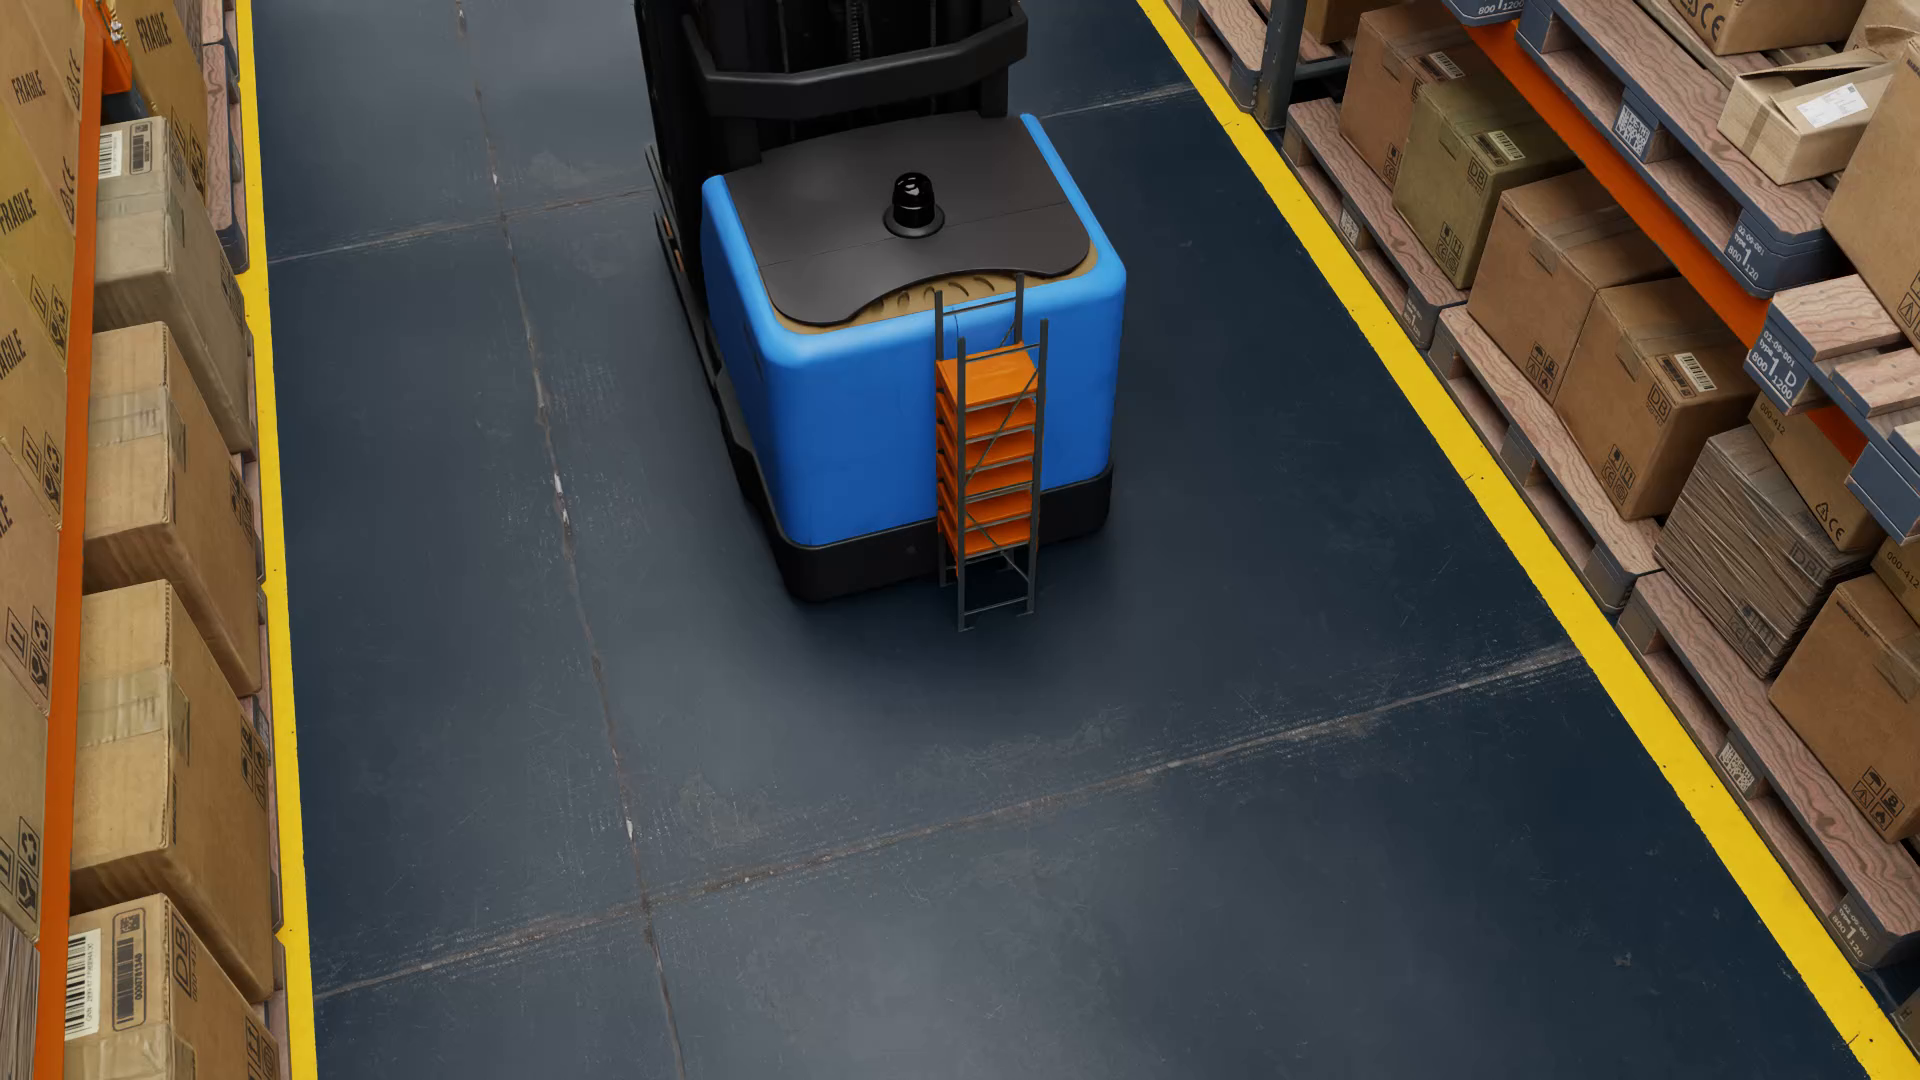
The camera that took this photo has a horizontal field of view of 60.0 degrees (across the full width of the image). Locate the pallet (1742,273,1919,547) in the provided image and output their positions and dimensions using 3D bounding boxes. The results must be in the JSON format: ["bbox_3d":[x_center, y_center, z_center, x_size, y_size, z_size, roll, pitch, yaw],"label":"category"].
[{"bbox_3d":[2.542,-0.257,3.630,1.213,0.211,1.003,-13,51,-11],"label":"pallet"}]

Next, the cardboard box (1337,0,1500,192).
[{"bbox_3d":[1.833,-1.627,6.006,0.700,0.500,0.500,-17,52,-14],"label":"cardboard box"}]

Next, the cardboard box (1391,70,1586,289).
[{"bbox_3d":[1.956,-1.274,5.709,0.700,0.500,0.500,-14,51,-11],"label":"cardboard box"}]

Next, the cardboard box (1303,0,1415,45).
[{"bbox_3d":[1.592,-2.375,6.650,0.500,0.500,0.500,-15,51,-12],"label":"cardboard box"}]

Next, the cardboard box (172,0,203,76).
[{"bbox_3d":[-3.485,-2.279,6.325,0.875,0.875,0.875,-13,51,-11],"label":"cardboard box"}]

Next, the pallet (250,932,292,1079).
[{"bbox_3d":[-2.074,1.531,3.821,1.003,0.211,1.213,-13,51,-11],"label":"pallet"}]

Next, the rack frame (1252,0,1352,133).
[{"bbox_3d":[1.672,-2.744,5.601,1.000,3.000,0.127,-13,51,-11],"label":"rack frame"}]

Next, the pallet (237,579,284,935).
[{"bbox_3d":[-2.431,0.642,4.571,1.003,0.211,1.213,-13,51,-11],"label":"pallet"}]

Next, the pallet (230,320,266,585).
[{"bbox_3d":[-2.796,-0.251,5.323,1.003,0.211,1.213,-13,51,-11],"label":"pallet"}]

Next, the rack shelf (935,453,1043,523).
[{"bbox_3d":[0.079,-0.175,4.671,0.258,0.103,0.180,-14,51,-12],"label":"rack shelf"}]

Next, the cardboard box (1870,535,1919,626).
[{"bbox_3d":[2.628,0.117,4.046,0.500,0.250,0.500,-11,51,-9],"label":"cardboard box"}]

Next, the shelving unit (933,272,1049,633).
[{"bbox_3d":[0.079,-0.203,4.637,0.258,1.200,0.189,-14,51,-12],"label":"shelving unit"}]

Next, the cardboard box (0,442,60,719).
[{"bbox_3d":[-2.090,0.065,3.168,0.500,0.500,0.500,-13,51,-11],"label":"cardboard box"}]

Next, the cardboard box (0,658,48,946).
[{"bbox_3d":[-1.941,0.434,2.857,0.500,0.500,0.500,-14,51,-11],"label":"cardboard box"}]

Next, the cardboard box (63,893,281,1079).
[{"bbox_3d":[-2.007,1.350,3.347,1.050,0.750,0.750,-14,51,-11],"label":"cardboard box"}]

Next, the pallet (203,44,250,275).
[{"bbox_3d":[-3.246,-1.370,6.267,1.003,0.211,1.213,-13,51,-11],"label":"pallet"}]

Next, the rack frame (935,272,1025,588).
[{"bbox_3d":[0.050,-0.270,4.693,0.240,1.200,0.006,-14,51,-12],"label":"rack frame"}]

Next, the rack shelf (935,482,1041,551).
[{"bbox_3d":[0.079,-0.097,4.762,0.258,0.103,0.180,-14,51,-12],"label":"rack shelf"}]

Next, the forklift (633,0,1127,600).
[{"bbox_3d":[-0.474,-1.920,4.951,1.130,2.935,3.031,-14,51,-12],"label":"forklift"}]

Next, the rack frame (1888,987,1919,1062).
[{"bbox_3d":[2.855,0.178,3.138,1.000,3.000,0.127,-13,51,-11],"label":"rack frame"}]

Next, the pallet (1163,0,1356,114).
[{"bbox_3d":[1.440,-2.327,7.074,1.003,0.211,1.213,-13,51,-11],"label":"pallet"}]

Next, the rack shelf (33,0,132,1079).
[{"bbox_3d":[-2.504,-0.003,3.762,1.077,0.370,4.000,-13,51,-11],"label":"rack shelf"}]

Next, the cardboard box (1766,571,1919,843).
[{"bbox_3d":[2.638,0.357,4.334,0.700,0.500,0.500,-16,52,-13],"label":"cardboard box"}]

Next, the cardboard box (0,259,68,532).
[{"bbox_3d":[-2.235,-0.299,3.475,0.500,0.500,0.500,-14,51,-11],"label":"cardboard box"}]

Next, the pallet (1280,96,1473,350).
[{"bbox_3d":[1.904,-1.277,6.188,1.003,0.211,1.213,-13,51,-11],"label":"pallet"}]

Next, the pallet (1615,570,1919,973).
[{"bbox_3d":[2.625,0.505,4.686,1.003,0.211,1.213,-13,51,-11],"label":"pallet"}]

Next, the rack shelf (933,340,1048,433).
[{"bbox_3d":[0.079,-0.407,4.395,0.258,0.103,0.180,-14,51,-12],"label":"rack shelf"}]

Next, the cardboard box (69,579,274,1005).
[{"bbox_3d":[-2.269,0.712,3.884,1.050,0.750,0.750,-13,51,-10],"label":"cardboard box"}]

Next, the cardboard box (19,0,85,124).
[{"bbox_3d":[-2.686,-1.408,4.409,0.500,0.500,0.500,-14,51,-11],"label":"cardboard box"}]

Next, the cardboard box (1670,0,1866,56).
[{"bbox_3d":[2.273,-1.667,4.351,0.797,0.503,0.637,-9,50,-7],"label":"cardboard box"}]

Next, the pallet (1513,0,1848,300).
[{"bbox_3d":[2.230,-1.197,4.423,1.003,0.211,1.213,-13,51,-11],"label":"pallet"}]

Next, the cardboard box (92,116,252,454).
[{"bbox_3d":[-2.826,-0.673,5.052,1.050,0.750,0.750,-14,51,-11],"label":"cardboard box"}]

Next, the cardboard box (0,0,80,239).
[{"bbox_3d":[-2.537,-1.039,4.098,0.500,0.500,0.500,-14,51,-11],"label":"cardboard box"}]

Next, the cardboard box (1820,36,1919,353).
[{"bbox_3d":[2.396,-0.760,3.589,0.700,0.500,0.500,-7,50,-6],"label":"cardboard box"}]

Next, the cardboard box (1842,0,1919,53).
[{"bbox_3d":[2.579,-1.185,4.111,0.500,0.250,0.500,-15,51,-12],"label":"cardboard box"}]

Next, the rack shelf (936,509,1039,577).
[{"bbox_3d":[0.079,-0.020,4.854,0.258,0.103,0.180,-14,51,-12],"label":"rack shelf"}]

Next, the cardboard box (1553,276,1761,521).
[{"bbox_3d":[2.287,-0.458,5.021,0.700,0.500,0.500,-9,51,-8],"label":"cardboard box"}]

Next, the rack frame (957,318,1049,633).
[{"bbox_3d":[0.108,-0.137,4.581,0.240,1.200,0.006,-14,51,-12],"label":"rack frame"}]

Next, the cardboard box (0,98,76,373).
[{"bbox_3d":[-2.387,-0.669,3.787,0.500,0.500,0.500,-13,51,-11],"label":"cardboard box"}]

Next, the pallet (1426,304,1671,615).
[{"bbox_3d":[2.268,-0.384,5.436,1.003,0.211,1.213,-13,51,-11],"label":"pallet"}]

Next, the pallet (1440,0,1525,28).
[{"bbox_3d":[1.759,-2.091,5.176,1.003,0.211,1.213,-13,51,-11],"label":"pallet"}]

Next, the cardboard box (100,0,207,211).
[{"bbox_3d":[-3.215,-1.622,5.770,0.875,0.875,0.875,-13,51,-10],"label":"cardboard box"}]

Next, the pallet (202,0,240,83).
[{"bbox_3d":[-3.611,-2.263,7.020,1.003,0.211,1.213,-13,51,-11],"label":"pallet"}]

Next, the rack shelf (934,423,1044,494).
[{"bbox_3d":[0.079,-0.252,4.579,0.258,0.103,0.180,-14,51,-12],"label":"rack shelf"}]

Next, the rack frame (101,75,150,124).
[{"bbox_3d":[-3.096,-1.696,4.718,1.000,3.000,0.127,-13,51,-11],"label":"rack frame"}]

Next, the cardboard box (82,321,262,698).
[{"bbox_3d":[-2.545,0.032,4.458,1.050,0.750,0.750,-13,51,-11],"label":"cardboard box"}]

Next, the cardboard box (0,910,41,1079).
[{"bbox_3d":[-1.788,0.804,2.545,0.500,0.500,0.500,-13,51,-11],"label":"cardboard box"}]

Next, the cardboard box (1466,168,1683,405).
[{"bbox_3d":[2.122,-0.865,5.365,0.700,0.500,0.500,-17,52,-14],"label":"cardboard box"}]

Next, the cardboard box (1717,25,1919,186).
[{"bbox_3d":[2.104,-1.071,4.004,0.396,0.266,0.258,-15,51,-12],"label":"cardboard box"}]

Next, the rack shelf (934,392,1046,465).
[{"bbox_3d":[0.079,-0.329,4.487,0.258,0.103,0.180,-14,51,-12],"label":"rack shelf"}]

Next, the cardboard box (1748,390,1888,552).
[{"bbox_3d":[2.462,-0.268,4.371,0.500,0.250,0.500,-8,50,-7],"label":"cardboard box"}]

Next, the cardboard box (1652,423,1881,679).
[{"bbox_3d":[2.461,-0.045,4.674,0.700,0.500,0.500,-17,52,-14],"label":"cardboard box"}]

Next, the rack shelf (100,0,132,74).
[{"bbox_3d":[-3.687,-2.925,6.224,1.077,0.370,4.000,-13,51,-11],"label":"rack shelf"}]
